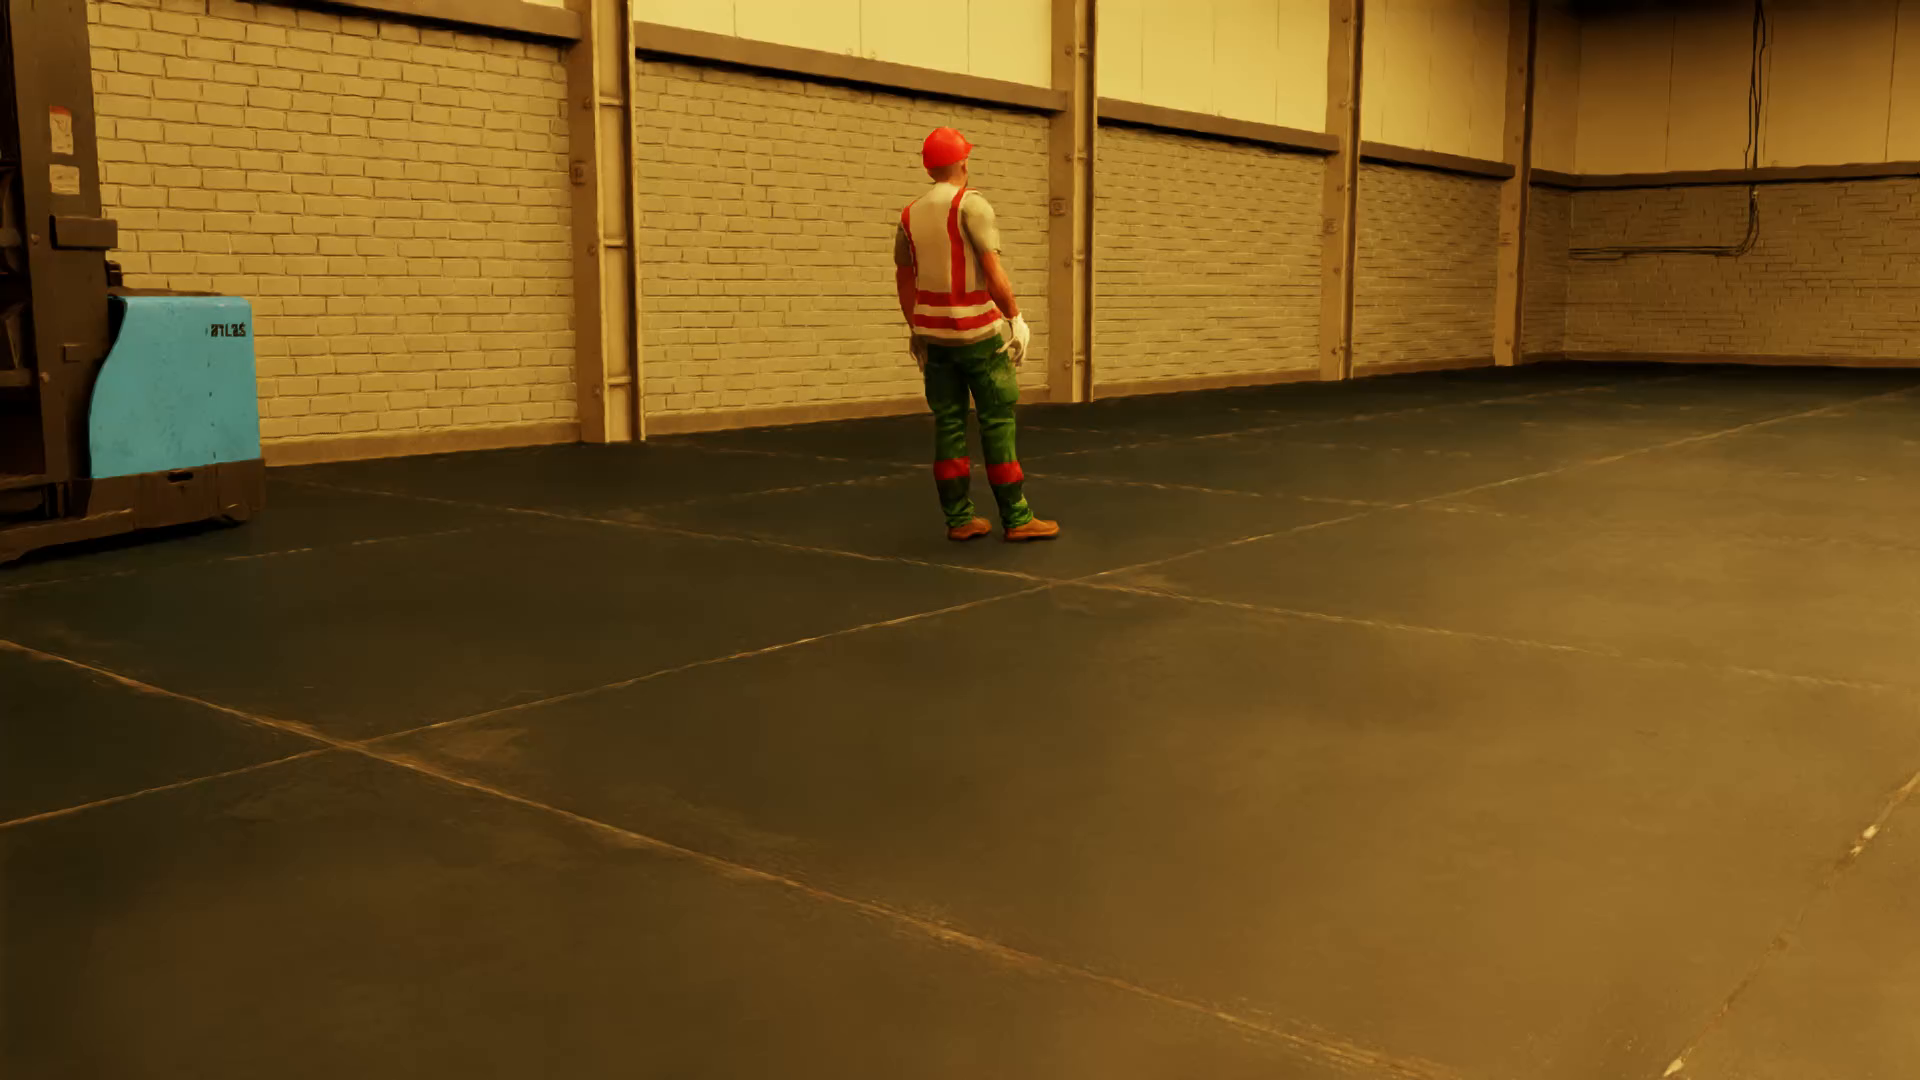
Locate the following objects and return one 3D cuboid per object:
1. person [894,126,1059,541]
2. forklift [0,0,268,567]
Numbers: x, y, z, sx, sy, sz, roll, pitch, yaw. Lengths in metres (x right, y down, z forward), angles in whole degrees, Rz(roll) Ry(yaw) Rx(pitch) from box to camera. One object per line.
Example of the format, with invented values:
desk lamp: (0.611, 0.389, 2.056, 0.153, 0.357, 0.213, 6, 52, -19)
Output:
person: (0.059, -0.898, 7.330, 0.637, 1.783, 0.563, 7, 11, 38)
forklift: (-4.276, -1.358, 6.561, 1.130, 2.935, 3.031, 3, 9, 19)
